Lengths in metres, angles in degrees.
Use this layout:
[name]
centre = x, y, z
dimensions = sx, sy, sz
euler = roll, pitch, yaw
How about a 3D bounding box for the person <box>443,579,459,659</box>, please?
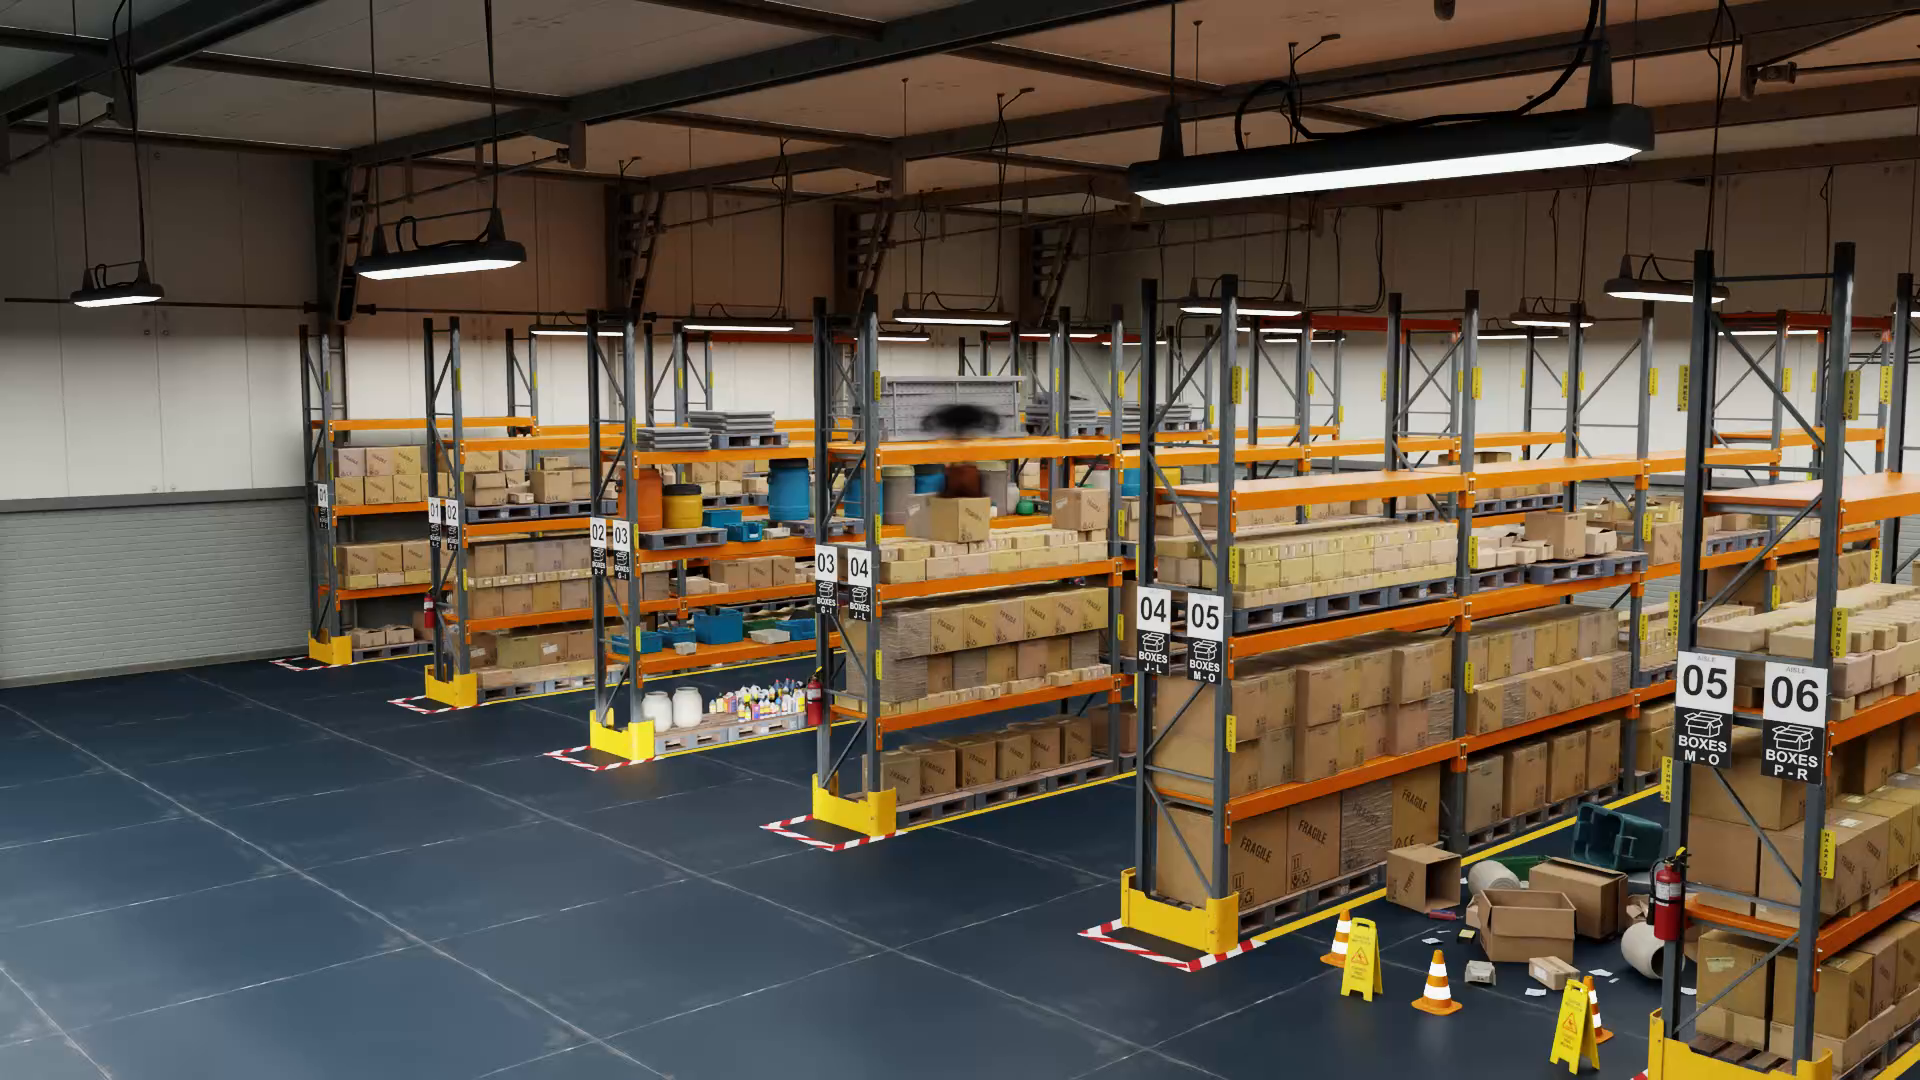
[person]
centre = -8.436, 1.485, 27.952
dimensions = 0.681, 1.721, 0.595
euler = 4, 7, 37
